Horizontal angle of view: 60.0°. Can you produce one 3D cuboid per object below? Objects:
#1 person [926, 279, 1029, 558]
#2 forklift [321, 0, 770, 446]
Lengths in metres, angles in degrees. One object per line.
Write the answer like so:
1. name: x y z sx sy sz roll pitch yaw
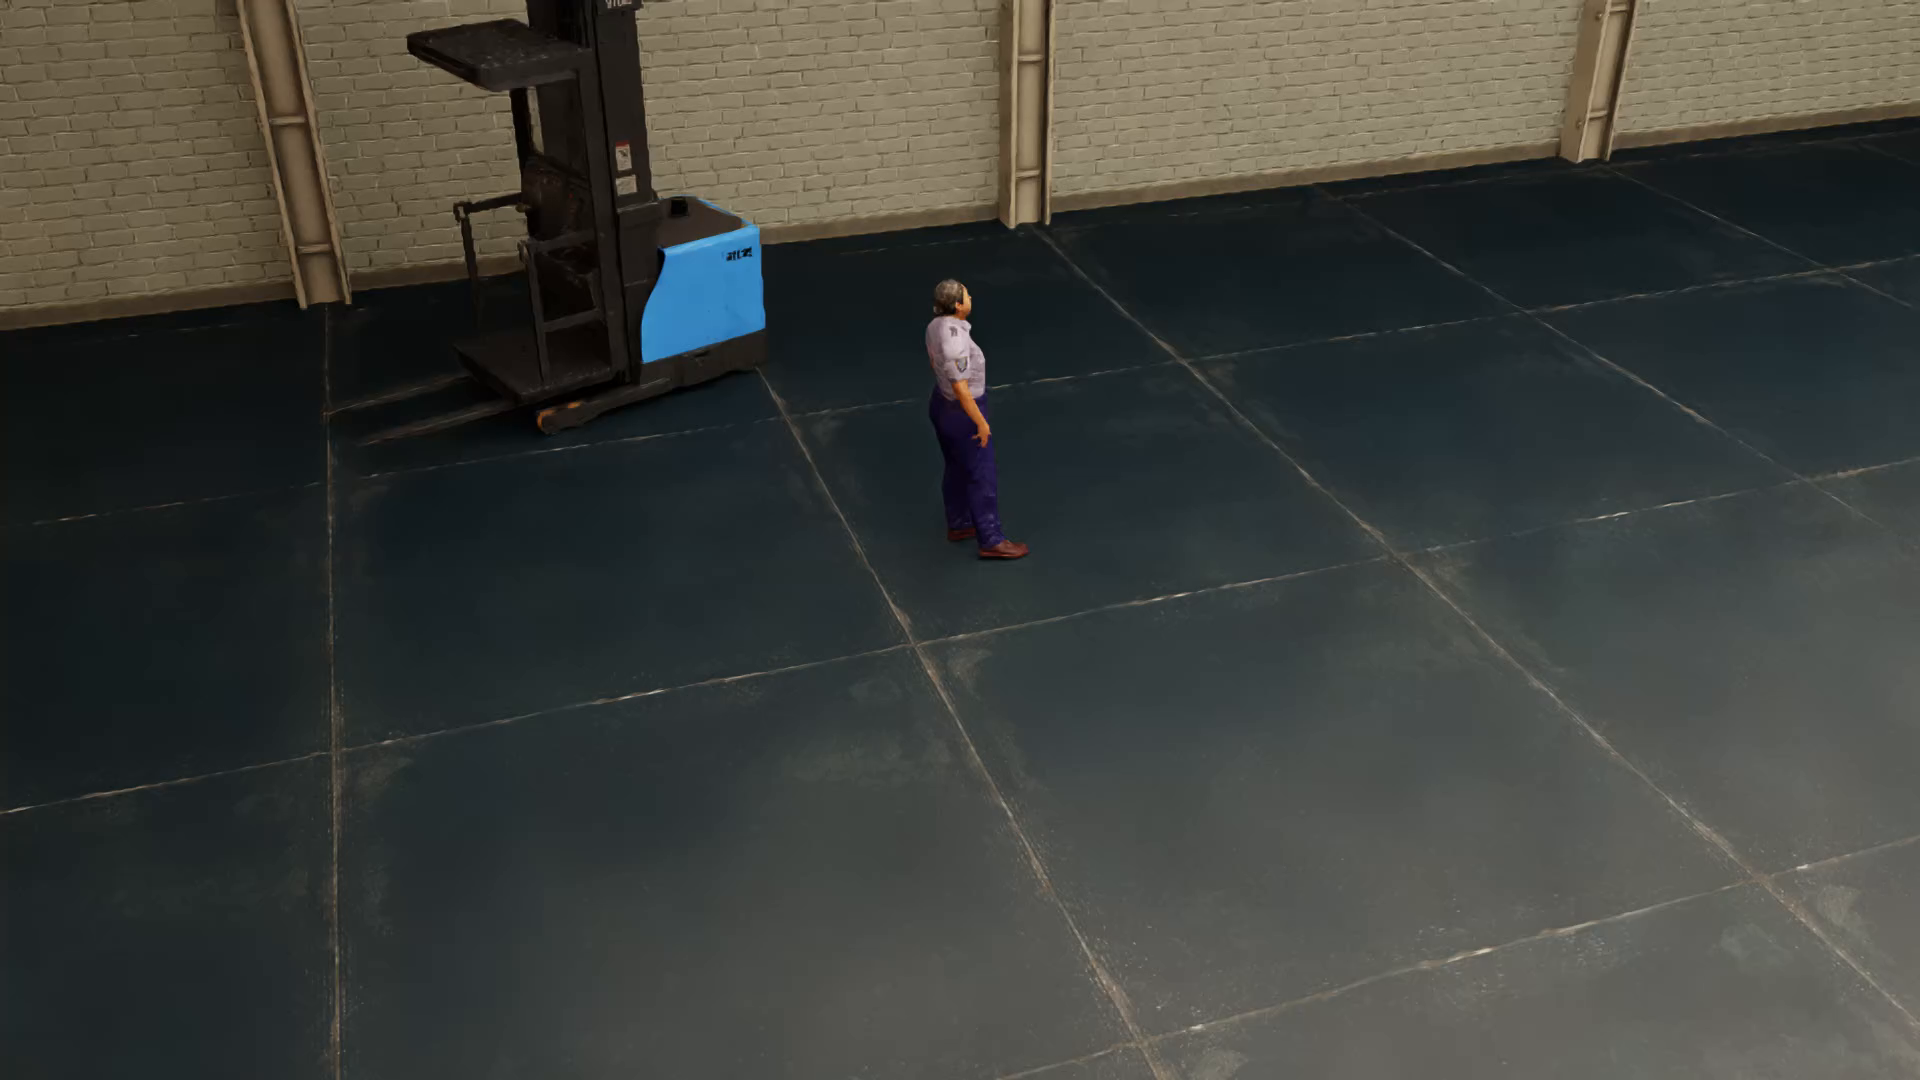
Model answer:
1. person: 0.092 -0.720 9.620 0.502 1.642 0.599 -10 31 -16
2. forklift: -2.868 -2.281 11.052 3.031 2.935 1.130 -22 36 -33
